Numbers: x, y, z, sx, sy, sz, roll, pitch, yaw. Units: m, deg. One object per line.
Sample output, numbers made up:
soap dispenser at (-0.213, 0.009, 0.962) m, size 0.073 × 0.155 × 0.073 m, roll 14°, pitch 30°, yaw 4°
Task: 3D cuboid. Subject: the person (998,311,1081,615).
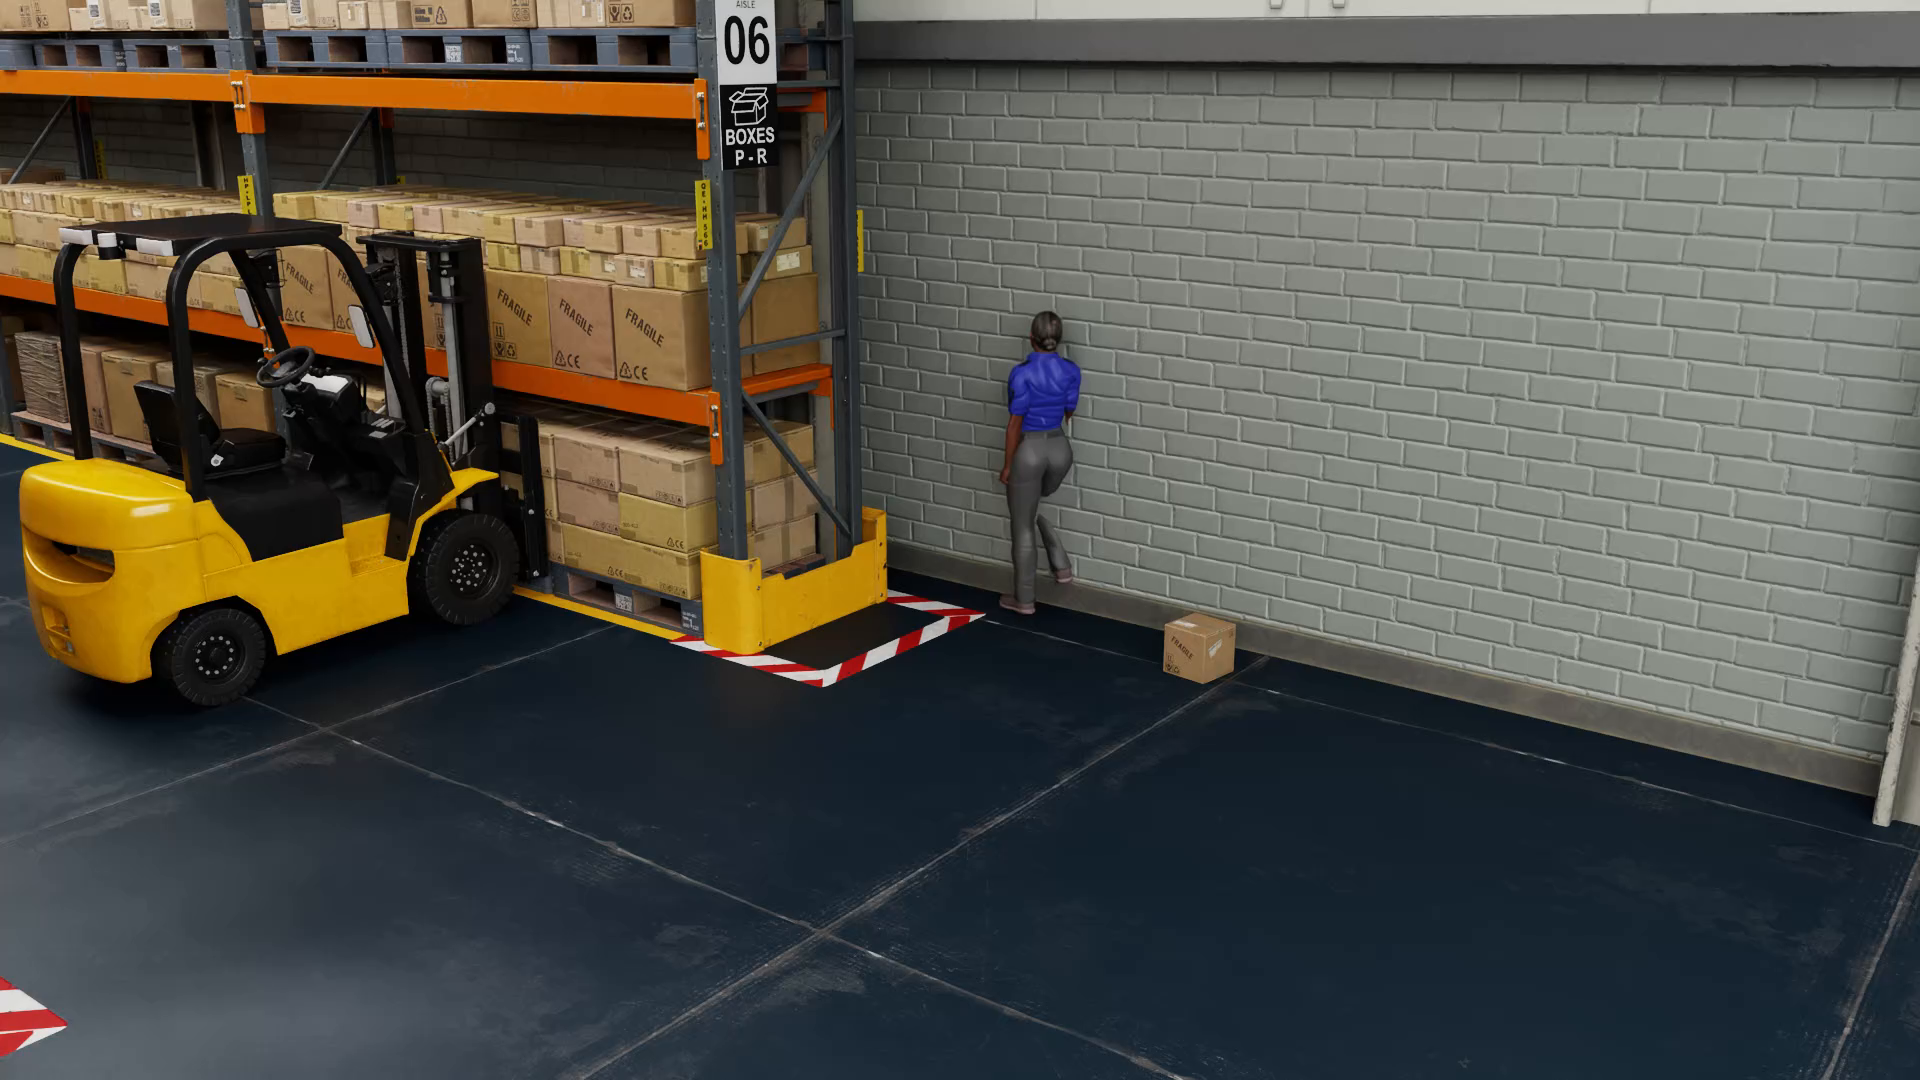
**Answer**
person at (0.408, -0.431, 8.992) m, size 0.441 × 1.652 × 0.484 m, roll -7°, pitch 18°, yaw -23°
